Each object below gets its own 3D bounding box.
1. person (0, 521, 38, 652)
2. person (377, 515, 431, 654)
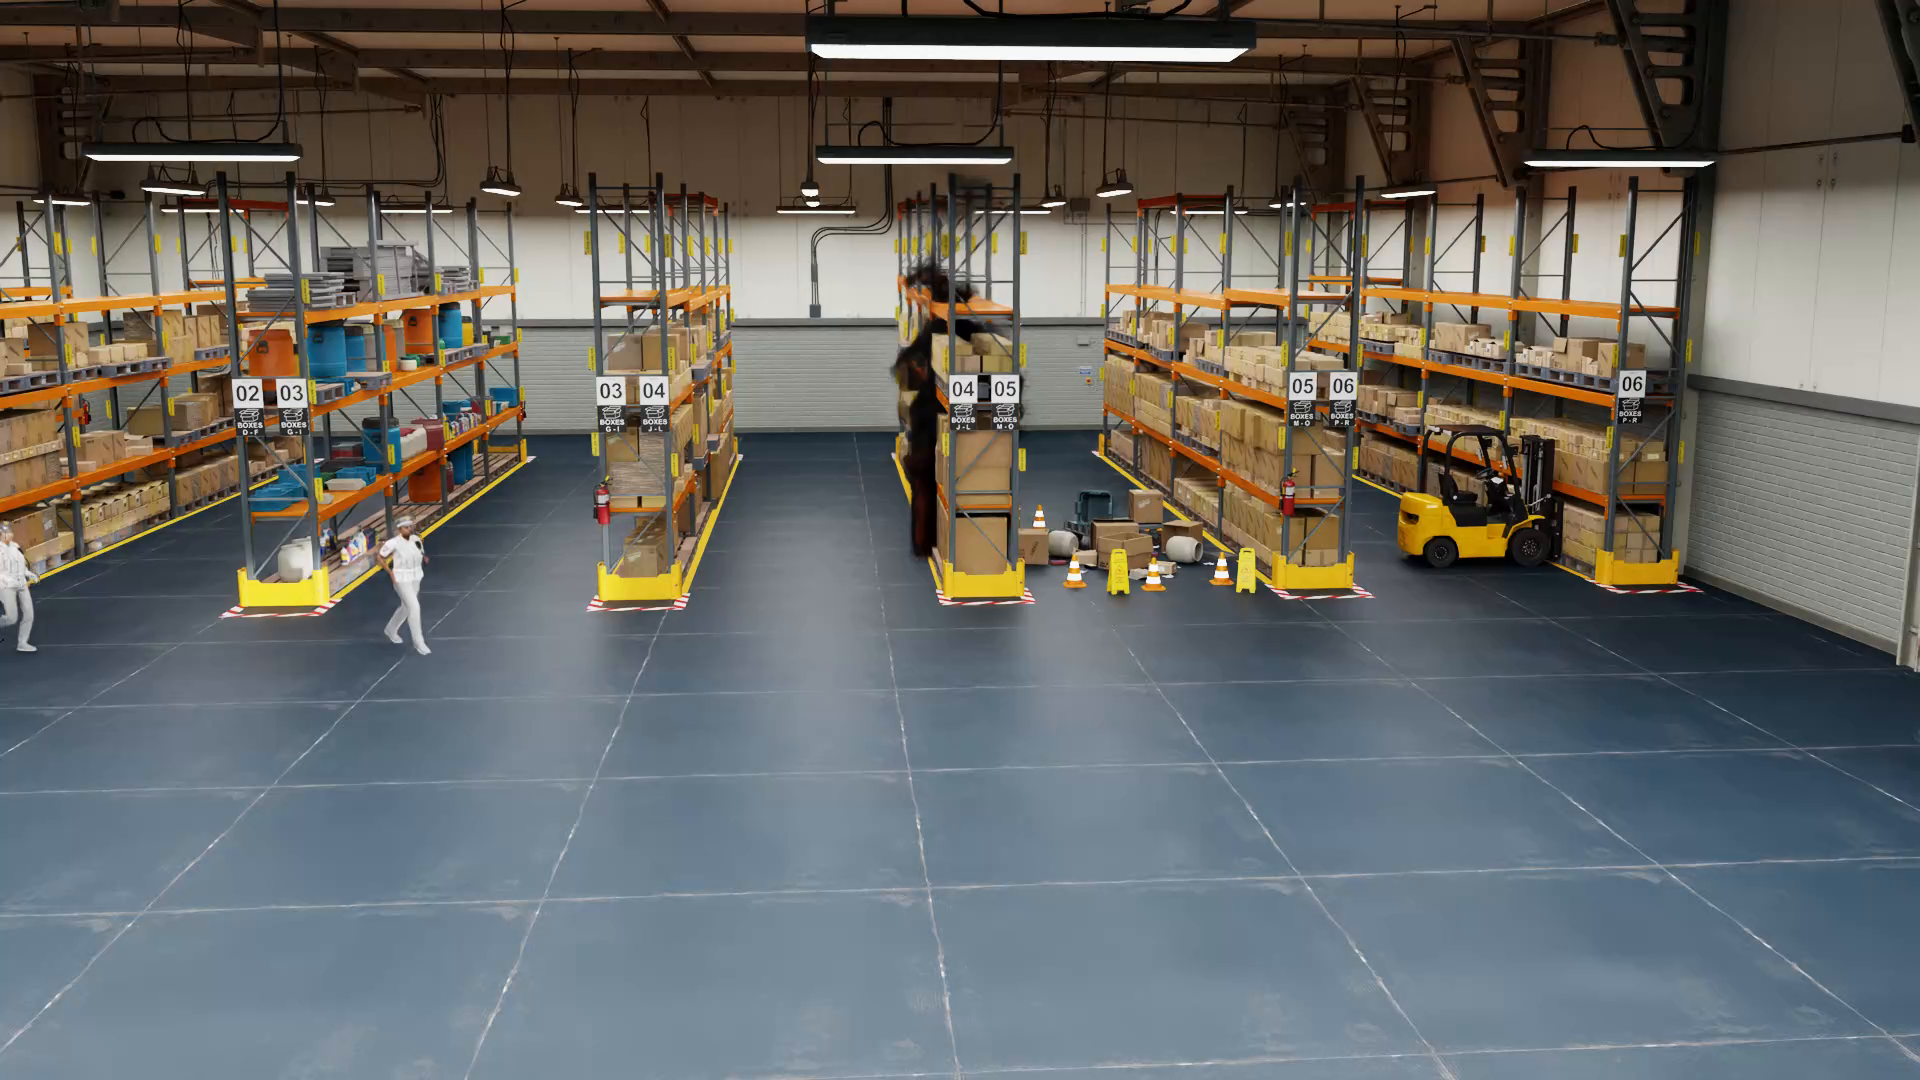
[{"bbox_3d":[-11.834,0.571,20.706,0.637,1.649,0.621,3,11,18],"label":"person"},{"bbox_3d":[-6.927,0.536,20.829,0.828,1.745,0.556,5,11,28],"label":"person"}]
